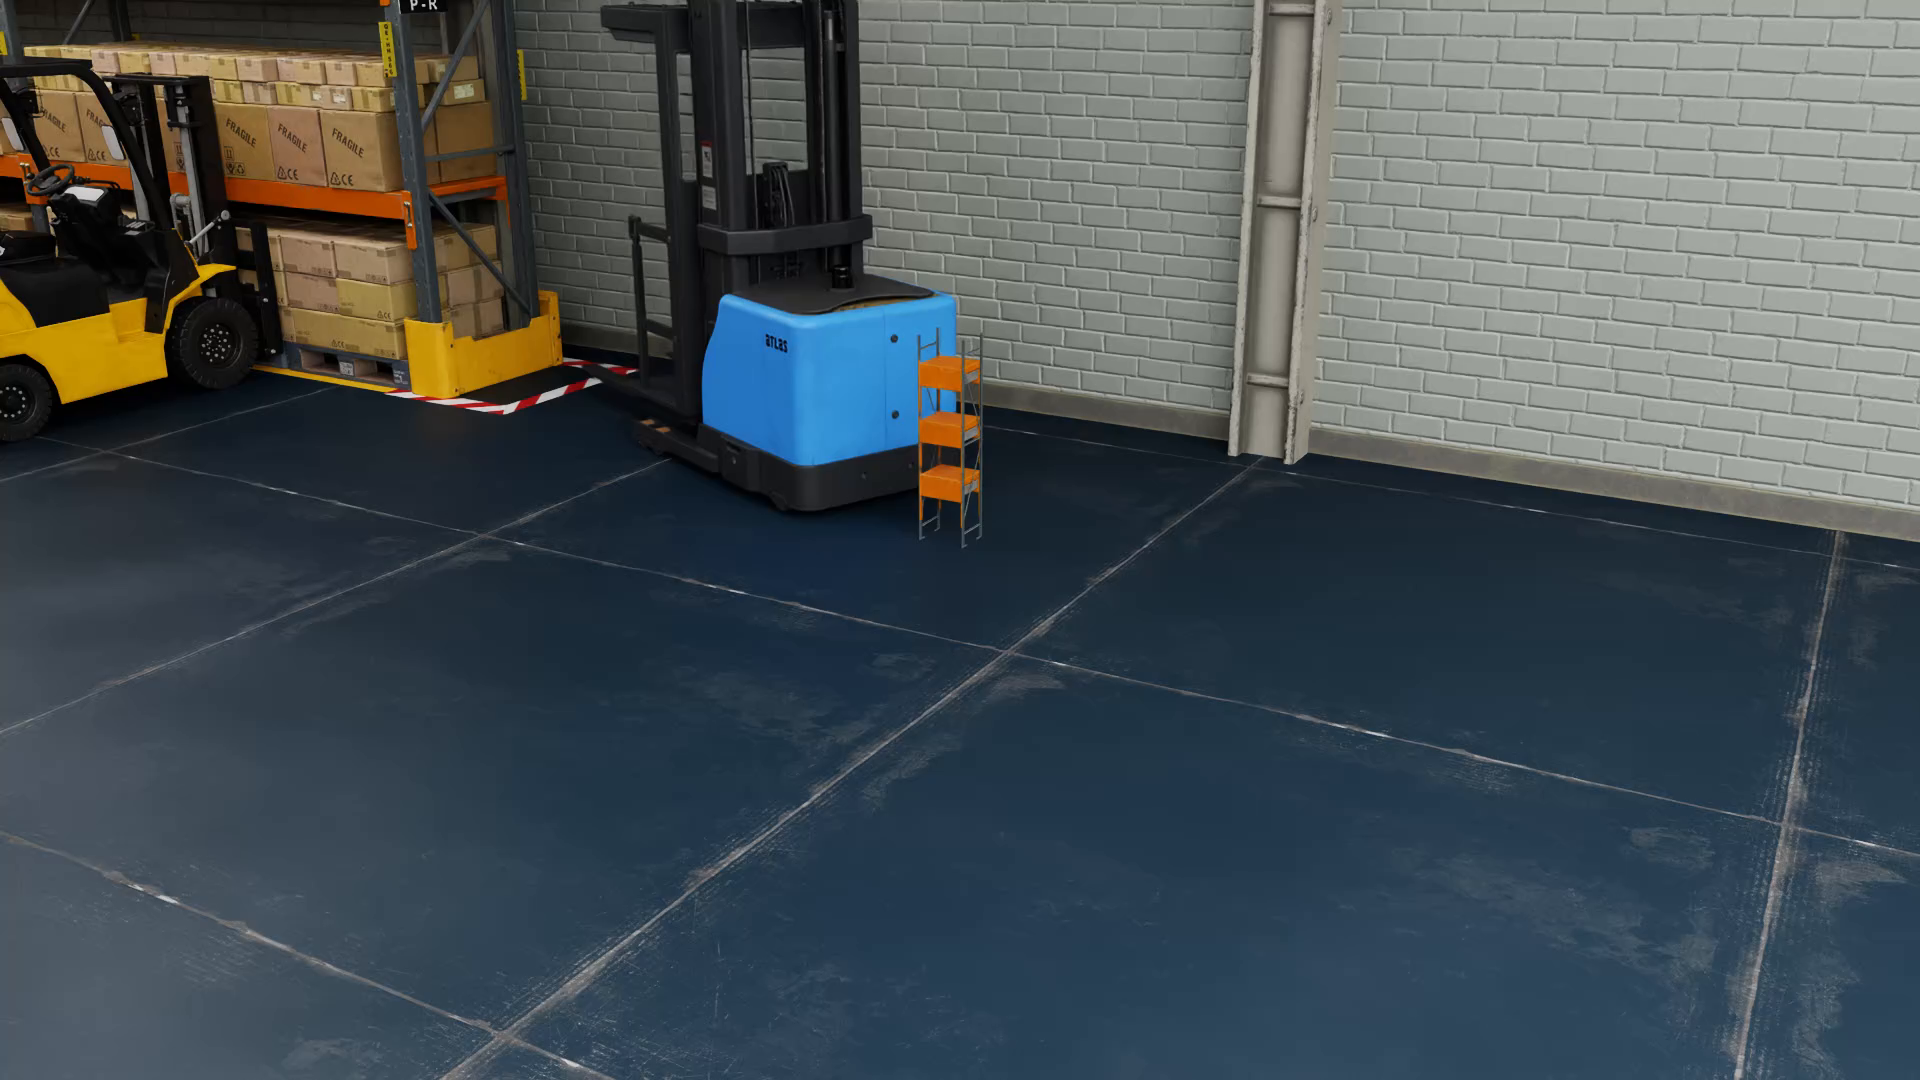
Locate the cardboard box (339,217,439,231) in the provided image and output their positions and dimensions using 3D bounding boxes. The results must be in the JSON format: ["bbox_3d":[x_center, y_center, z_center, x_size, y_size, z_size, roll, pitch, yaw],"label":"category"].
[{"bbox_3d":[-4.022,-2.129,11.785,0.500,0.250,0.500,11,23,27],"label":"cardboard box"}]

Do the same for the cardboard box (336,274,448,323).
[{"bbox_3d":[-3.834,-1.663,11.235,0.500,0.250,0.500,10,22,27],"label":"cardboard box"}]

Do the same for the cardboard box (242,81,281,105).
[{"bbox_3d":[-4.598,-3.032,11.226,0.250,0.149,0.380,10,22,26],"label":"cardboard box"}]

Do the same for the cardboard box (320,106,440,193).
[{"bbox_3d":[-3.815,-2.586,10.950,0.500,0.500,0.500,10,22,26],"label":"cardboard box"}]

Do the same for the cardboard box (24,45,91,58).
[{"bbox_3d":[-6.616,-3.551,12.222,0.250,0.149,0.380,11,23,28],"label":"cardboard box"}]

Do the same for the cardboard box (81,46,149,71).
[{"bbox_3d":[-6.116,-3.495,12.067,0.250,0.149,0.380,10,22,26],"label":"cardboard box"}]

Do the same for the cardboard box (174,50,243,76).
[{"bbox_3d":[-5.226,-3.324,11.597,0.250,0.149,0.380,11,23,28],"label":"cardboard box"}]

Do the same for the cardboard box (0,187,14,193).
[{"bbox_3d":[-8.541,-2.621,14.059,0.625,0.625,0.875,10,22,25],"label":"cardboard box"}]

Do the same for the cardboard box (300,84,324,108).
[{"bbox_3d":[-4.131,-2.957,11.020,0.250,0.149,0.380,11,23,28],"label":"cardboard box"}]

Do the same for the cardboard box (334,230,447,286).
[{"bbox_3d":[-3.811,-1.894,11.138,0.500,0.250,0.500,12,23,29],"label":"cardboard box"}]

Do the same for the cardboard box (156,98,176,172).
[{"bbox_3d":[-5.584,-2.931,11.899,0.500,0.500,0.500,11,22,27],"label":"cardboard box"}]

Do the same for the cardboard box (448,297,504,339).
[{"bbox_3d":[-3.590,-1.580,11.739,0.500,0.250,0.500,11,23,28],"label":"cardboard box"}]

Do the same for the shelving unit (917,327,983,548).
[{"bbox_3d":[-0.047,-0.502,8.211,0.252,1.050,0.215,11,23,27],"label":"shelving unit"}]

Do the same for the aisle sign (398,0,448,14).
[{"bbox_3d":[-3.343,-3.659,10.242,0.004,0.787,0.394,11,23,27],"label":"aisle sign"}]

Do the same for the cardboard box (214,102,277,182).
[{"bbox_3d":[-4.711,-2.760,11.430,0.500,0.500,0.500,10,22,26],"label":"cardboard box"}]

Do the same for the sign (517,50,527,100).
[{"bbox_3d":[-2.981,-3.144,11.248,0.005,0.325,0.100,11,23,27],"label":"sign"}]

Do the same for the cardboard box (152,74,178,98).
[{"bbox_3d":[-5.496,-3.200,11.690,0.250,0.149,0.380,10,22,26],"label":"cardboard box"}]

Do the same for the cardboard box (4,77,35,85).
[{"bbox_3d":[-7.156,-3.543,12.637,0.250,0.149,0.380,12,23,29],"label":"cardboard box"}]

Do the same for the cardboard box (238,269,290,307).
[{"bbox_3d":[-4.728,-1.830,11.693,0.500,0.250,0.500,10,22,26],"label":"cardboard box"}]

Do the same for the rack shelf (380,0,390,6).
[{"bbox_3d":[-5.003,-3.940,11.485,4.000,0.370,1.077,11,23,27],"label":"rack shelf"}]

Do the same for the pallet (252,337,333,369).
[{"bbox_3d":[-5.006,-1.543,12.308,1.213,0.211,1.003,11,23,27],"label":"pallet"}]

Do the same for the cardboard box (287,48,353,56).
[{"bbox_3d":[-4.528,-3.395,11.792,0.250,0.149,0.380,10,22,26],"label":"cardboard box"}]

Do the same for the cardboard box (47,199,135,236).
[{"bbox_3d":[-6.480,-2.402,12.538,0.500,0.250,0.500,10,22,26],"label":"cardboard box"}]

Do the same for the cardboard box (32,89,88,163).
[{"bbox_3d":[-6.489,-3.096,12.356,0.500,0.500,0.500,10,22,26],"label":"cardboard box"}]

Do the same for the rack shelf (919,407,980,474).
[{"bbox_3d":[-0.047,-0.492,8.214,0.240,0.259,0.215,11,23,27],"label":"rack shelf"}]

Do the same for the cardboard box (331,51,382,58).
[{"bbox_3d":[-4.104,-3.286,11.490,0.250,0.149,0.380,11,23,28],"label":"cardboard box"}]

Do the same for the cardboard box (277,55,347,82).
[{"bbox_3d":[-4.326,-3.155,11.130,0.250,0.149,0.380,11,23,28],"label":"cardboard box"}]

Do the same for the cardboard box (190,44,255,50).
[{"bbox_3d":[-5.421,-3.563,12.255,0.250,0.149,0.380,10,22,26],"label":"cardboard box"}]

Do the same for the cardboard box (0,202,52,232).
[{"bbox_3d":[-7.210,-2.365,13.354,0.625,0.625,0.875,12,23,30],"label":"cardboard box"}]

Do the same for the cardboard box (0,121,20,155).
[{"bbox_3d":[-7.317,-3.136,12.832,0.500,0.250,0.500,11,23,29],"label":"cardboard box"}]

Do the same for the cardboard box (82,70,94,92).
[{"bbox_3d":[-6.131,-3.344,12.087,0.250,0.149,0.380,11,23,27],"label":"cardboard box"}]

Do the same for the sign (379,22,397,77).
[{"bbox_3d":[-3.534,-3.032,10.280,0.005,0.325,0.100,11,23,27],"label":"sign"}]

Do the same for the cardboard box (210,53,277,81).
[{"bbox_3d":[-4.836,-3.207,11.272,0.250,0.149,0.380,11,23,28],"label":"cardboard box"}]

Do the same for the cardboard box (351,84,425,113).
[{"bbox_3d":[-3.696,-2.862,10.758,0.250,0.149,0.380,11,23,28],"label":"cardboard box"}]

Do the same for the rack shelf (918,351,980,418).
[{"bbox_3d":[-0.047,-0.759,8.117,0.240,0.259,0.215,11,23,27],"label":"rack shelf"}]

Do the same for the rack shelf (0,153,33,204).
[{"bbox_3d":[-8.495,-3.195,13.830,4.000,0.370,1.077,11,23,27],"label":"rack shelf"}]

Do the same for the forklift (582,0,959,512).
[{"bbox_3d":[-1.292,-1.963,9.478,1.130,2.935,3.031,-14,24,-34],"label":"forklift"}]

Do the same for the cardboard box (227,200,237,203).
[{"bbox_3d":[-5.775,-2.472,12.730,0.500,0.250,0.500,10,22,27],"label":"cardboard box"}]

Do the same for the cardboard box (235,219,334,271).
[{"bbox_3d":[-4.705,-2.058,11.591,0.500,0.250,0.500,11,23,28],"label":"cardboard box"}]

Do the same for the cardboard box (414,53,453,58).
[{"bbox_3d":[-3.648,-3.210,11.281,0.250,0.149,0.380,12,23,29],"label":"cardboard box"}]

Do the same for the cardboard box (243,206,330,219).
[{"bbox_3d":[-4.898,-2.302,12.264,0.500,0.250,0.500,10,22,26],"label":"cardboard box"}]

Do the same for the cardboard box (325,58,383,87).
[{"bbox_3d":[-3.903,-3.056,10.857,0.250,0.149,0.380,11,23,27],"label":"cardboard box"}]

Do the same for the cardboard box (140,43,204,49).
[{"bbox_3d":[-5.887,-3.635,12.454,0.250,0.149,0.380,11,22,27],"label":"cardboard box"}]

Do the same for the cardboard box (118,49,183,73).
[{"bbox_3d":[-5.702,-3.386,11.768,0.250,0.149,0.380,10,22,26],"label":"cardboard box"}]

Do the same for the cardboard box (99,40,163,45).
[{"bbox_3d":[-6.323,-3.729,12.714,0.250,0.149,0.380,11,23,27],"label":"cardboard box"}]

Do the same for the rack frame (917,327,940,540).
[{"bbox_3d":[-0.153,-0.523,8.267,0.008,1.050,0.200,11,23,27],"label":"rack frame"}]

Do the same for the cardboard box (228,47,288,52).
[{"bbox_3d":[-5.015,-3.455,11.958,0.250,0.149,0.380,12,23,29],"label":"cardboard box"}]

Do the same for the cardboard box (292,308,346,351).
[{"bbox_3d":[-4.251,-1.510,11.546,0.500,0.250,0.500,11,23,27],"label":"cardboard box"}]

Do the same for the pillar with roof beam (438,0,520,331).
[{"bbox_3d":[-5.525,-4.458,7.459,0.400,9.000,9.100,11,23,27],"label":"pillar with roof beam"}]

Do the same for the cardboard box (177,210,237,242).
[{"bbox_3d":[-5.598,-2.234,12.076,0.500,0.250,0.500,12,23,29],"label":"cardboard box"}]

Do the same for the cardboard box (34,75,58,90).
[{"bbox_3d":[-6.599,-3.421,12.301,0.250,0.149,0.380,10,22,26],"label":"cardboard box"}]

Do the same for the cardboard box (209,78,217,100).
[{"bbox_3d":[-5.002,-3.136,11.514,0.250,0.149,0.380,11,22,27],"label":"cardboard box"}]

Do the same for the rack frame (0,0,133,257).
[{"bbox_3d":[-6.749,-3.201,12.790,0.127,3.000,1.000,11,23,27],"label":"rack frame"}]
